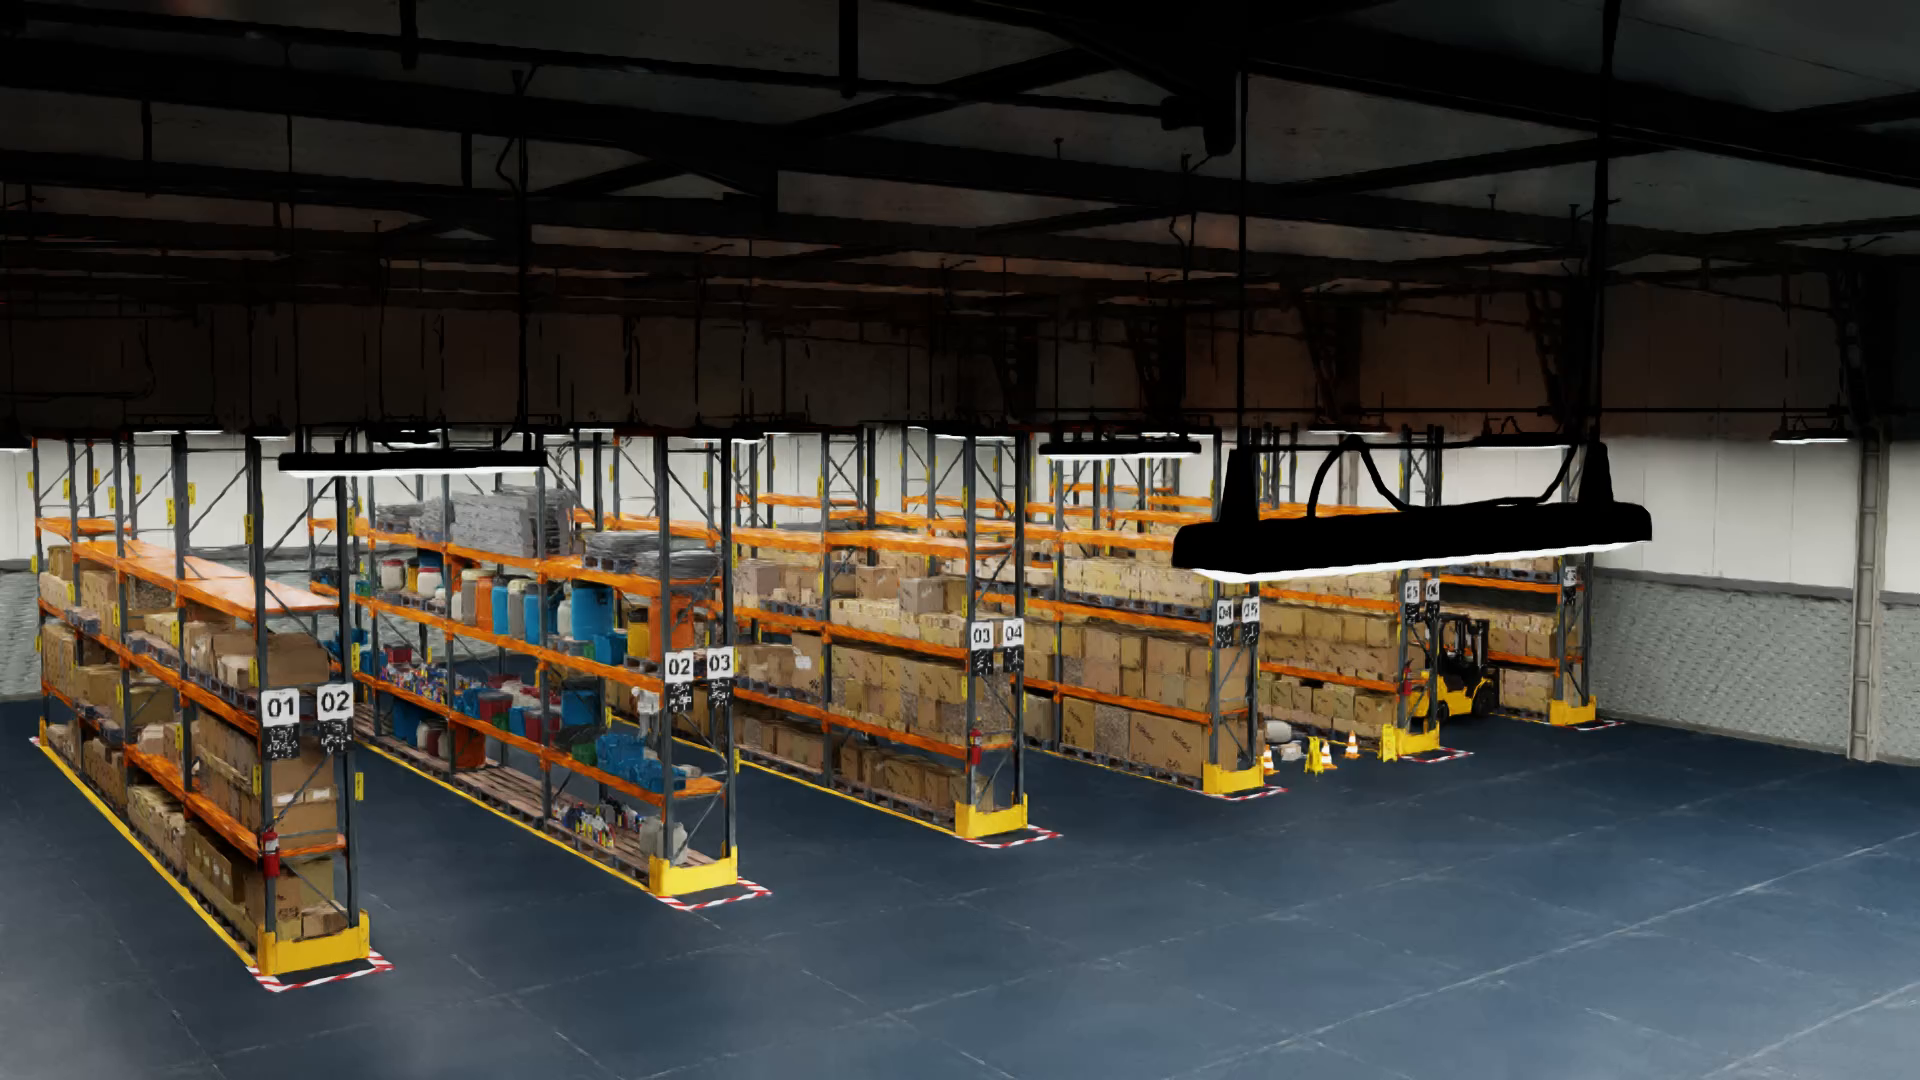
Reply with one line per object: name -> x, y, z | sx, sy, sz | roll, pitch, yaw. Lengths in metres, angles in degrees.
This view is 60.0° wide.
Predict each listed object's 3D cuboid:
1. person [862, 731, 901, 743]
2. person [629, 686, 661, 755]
person -> -1.517, 3.080, 31.555 | 0.419, 1.514, 1.038 | -4, 6, -39
person -> -5.653, 3.112, 30.219 | 0.719, 1.714, 0.578 | -3, 6, -37
